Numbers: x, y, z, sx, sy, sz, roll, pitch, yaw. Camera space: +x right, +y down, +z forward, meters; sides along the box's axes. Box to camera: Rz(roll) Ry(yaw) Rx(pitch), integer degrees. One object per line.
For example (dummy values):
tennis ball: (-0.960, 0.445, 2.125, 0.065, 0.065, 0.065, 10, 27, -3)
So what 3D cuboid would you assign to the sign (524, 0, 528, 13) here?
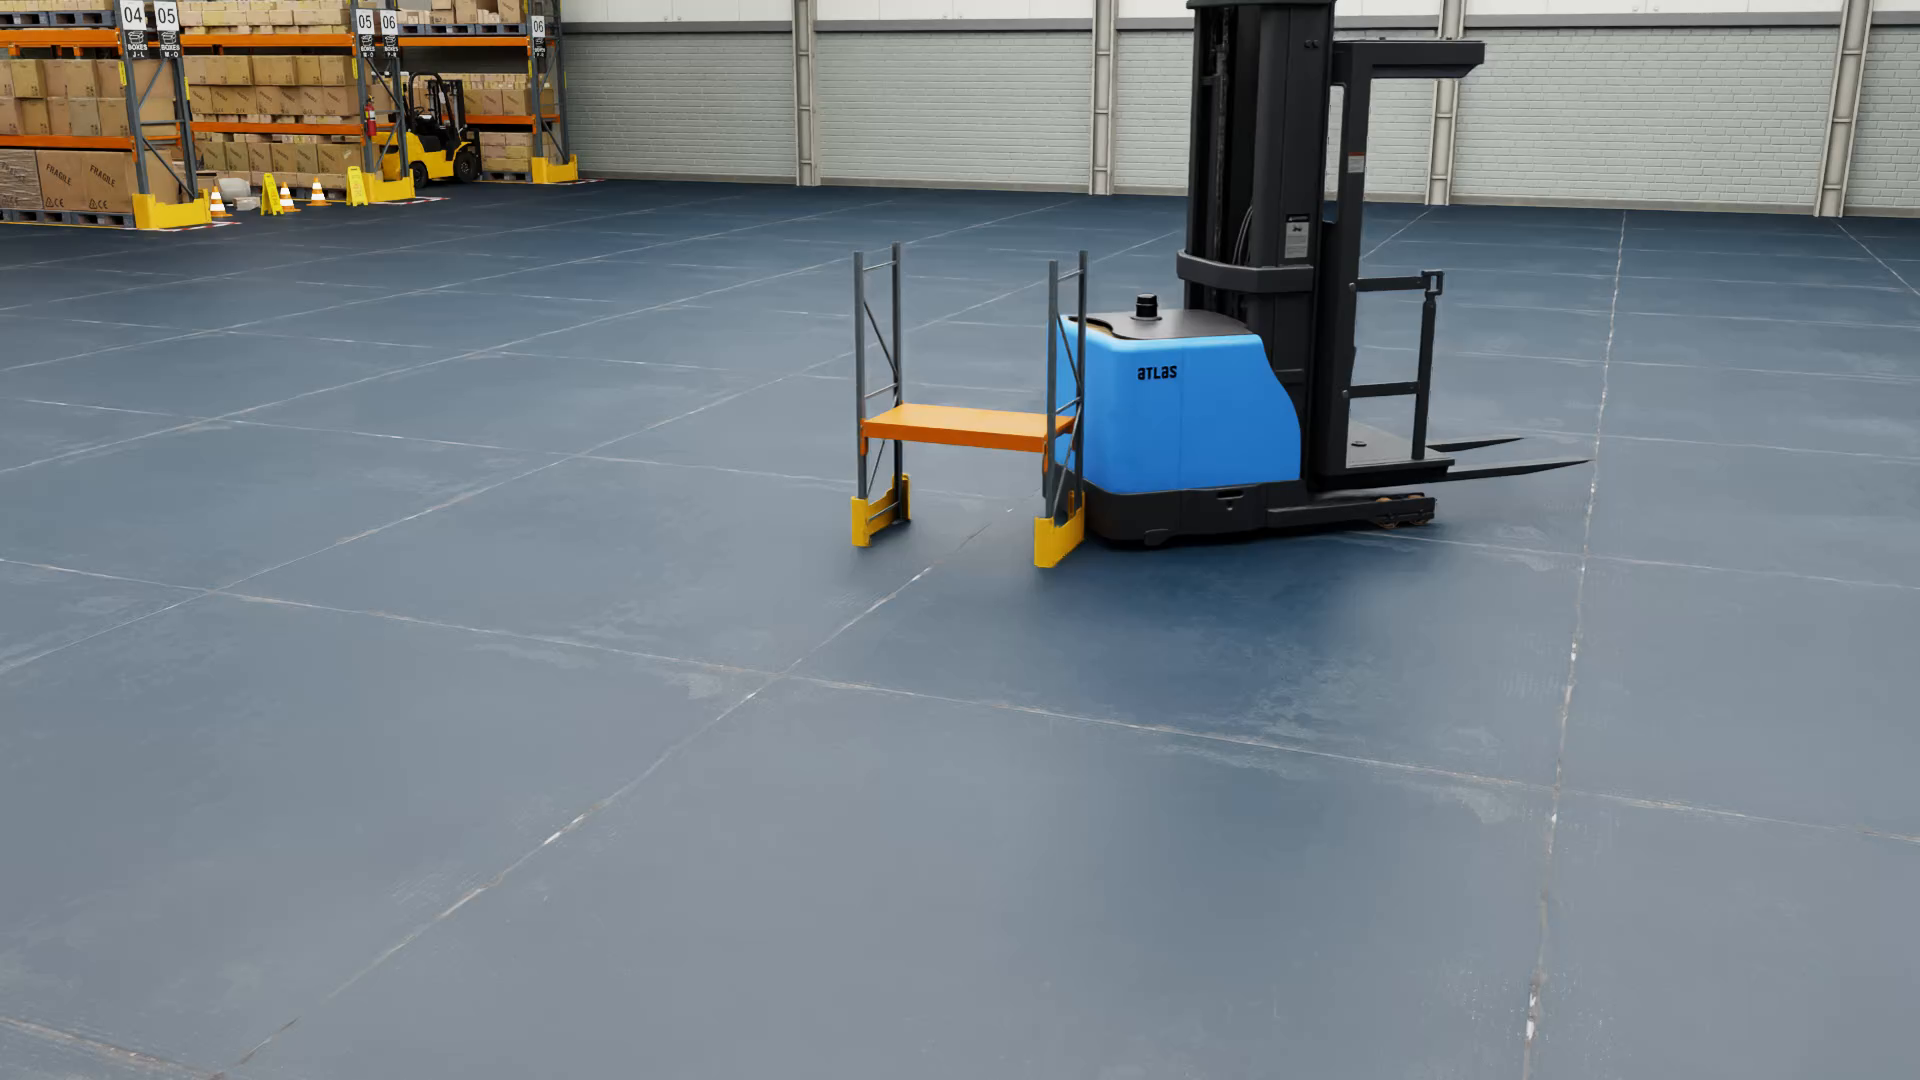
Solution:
sign: (-8.451, -10.423, 32.370, 0.005, 0.325, 0.100, 6, 17, 21)

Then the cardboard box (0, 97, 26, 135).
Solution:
cardboard box: (-14.173, -6.463, 25.287, 0.550, 0.550, 0.875, 6, 17, 21)

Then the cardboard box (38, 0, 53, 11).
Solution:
cardboard box: (-13.160, -7.773, 24.204, 0.250, 0.149, 0.380, 6, 17, 20)

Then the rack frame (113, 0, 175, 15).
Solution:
rack frame: (-11.779, -9.034, 23.651, 0.127, 3.000, 1.000, 6, 17, 21)

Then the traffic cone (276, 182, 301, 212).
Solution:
traffic cone: (-11.021, -5.615, 27.186, 0.334, 0.463, 0.336, 6, 17, 21)

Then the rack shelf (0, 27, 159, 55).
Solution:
rack shelf: (-13.639, -7.452, 24.874, 4.000, 0.370, 1.077, 6, 17, 21)

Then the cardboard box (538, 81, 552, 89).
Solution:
cardboard box: (-8.459, -9.196, 33.627, 0.250, 0.149, 0.380, 6, 17, 19)

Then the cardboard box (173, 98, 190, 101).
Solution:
cardboard box: (-14.292, -8.236, 30.198, 0.500, 0.500, 0.500, 6, 17, 20)

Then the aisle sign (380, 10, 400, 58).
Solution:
aisle sign: (-9.885, -8.769, 28.837, 0.004, 0.787, 0.394, 6, 17, 21)

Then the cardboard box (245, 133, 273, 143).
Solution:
cardboard box: (-12.503, -7.171, 29.666, 0.250, 0.149, 0.380, 7, 18, 24)

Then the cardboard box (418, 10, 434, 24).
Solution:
cardboard box: (-10.691, -10.539, 33.524, 0.258, 0.266, 0.396, 6, 17, 19)

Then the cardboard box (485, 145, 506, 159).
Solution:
cardboard box: (-9.269, -7.879, 33.714, 0.500, 0.250, 0.500, 6, 17, 20)

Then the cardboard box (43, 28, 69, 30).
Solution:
cardboard box: (-16.621, -9.654, 30.989, 0.500, 0.500, 0.700, 6, 17, 21)

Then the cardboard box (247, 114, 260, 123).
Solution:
cardboard box: (-12.416, -7.487, 29.533, 0.250, 0.149, 0.380, 6, 17, 21)

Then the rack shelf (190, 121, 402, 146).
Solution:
rack shelf: (-11.917, -7.306, 29.750, 4.000, 0.370, 1.077, 6, 17, 21)

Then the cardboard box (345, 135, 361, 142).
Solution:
cardboard box: (-12.449, -8.255, 35.236, 0.625, 0.625, 0.875, 7, 18, 23)

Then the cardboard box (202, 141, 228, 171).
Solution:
cardboard box: (-13.328, -6.967, 30.125, 0.500, 0.500, 0.500, 7, 18, 23)

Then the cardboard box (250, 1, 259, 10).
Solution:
cardboard box: (-12.128, -9.304, 28.983, 0.250, 0.149, 0.380, 7, 17, 22)

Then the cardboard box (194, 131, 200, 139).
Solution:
cardboard box: (-16.727, -8.909, 36.547, 0.250, 0.149, 0.380, 6, 17, 19)

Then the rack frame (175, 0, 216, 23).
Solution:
rack frame: (-13.778, -10.737, 29.518, 0.127, 3.000, 1.000, 6, 17, 21)

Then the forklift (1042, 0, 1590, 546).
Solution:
forklift: (2.033, -1.600, 8.929, 3.031, 2.935, 1.130, -5, 17, -18)

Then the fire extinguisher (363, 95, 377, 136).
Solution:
fire extinguisher: (-10.119, -7.278, 28.504, 0.183, 0.674, 0.296, 6, 17, 21)

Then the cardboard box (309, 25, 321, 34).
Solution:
cardboard box: (-10.969, -8.784, 28.620, 0.250, 0.149, 0.380, 7, 18, 22)

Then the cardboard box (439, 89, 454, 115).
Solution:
cardboard box: (-10.221, -8.921, 33.844, 0.500, 0.500, 0.500, 6, 17, 21)

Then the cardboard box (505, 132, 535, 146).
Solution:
cardboard box: (-8.782, -8.062, 33.450, 0.500, 0.250, 0.500, 7, 18, 22)

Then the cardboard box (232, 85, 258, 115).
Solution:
cardboard box: (-12.533, -7.830, 29.550, 0.500, 0.500, 0.500, 6, 17, 20)

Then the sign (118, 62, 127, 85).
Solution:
sign: (-11.991, -6.683, 23.813, 0.005, 0.325, 0.100, 6, 17, 21)

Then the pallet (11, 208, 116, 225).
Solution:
pallet: (-13.682, -5.000, 25.519, 1.213, 0.211, 1.003, 6, 17, 21)

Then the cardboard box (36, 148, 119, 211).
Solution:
cardboard box: (-13.253, -5.476, 25.213, 0.875, 0.875, 0.875, 6, 17, 20)

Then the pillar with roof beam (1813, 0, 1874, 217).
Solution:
pillar with roof beam: (12.191, -8.349, 21.292, 0.400, 9.000, 9.100, 6, 17, 21)

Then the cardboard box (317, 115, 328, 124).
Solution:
cardboard box: (-10.990, -7.338, 29.020, 0.250, 0.149, 0.380, 6, 17, 20)

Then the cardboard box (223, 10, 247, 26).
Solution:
cardboard box: (-12.524, -9.146, 29.154, 0.500, 0.250, 0.500, 6, 17, 21)

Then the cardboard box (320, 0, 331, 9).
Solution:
cardboard box: (-10.705, -9.144, 28.431, 0.250, 0.149, 0.380, 7, 17, 22)

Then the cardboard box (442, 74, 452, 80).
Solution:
cardboard box: (-10.306, -9.404, 33.812, 0.250, 0.149, 0.380, 6, 17, 21)

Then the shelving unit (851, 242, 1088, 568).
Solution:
shelving unit: (0.047, -0.711, 8.431, 1.083, 1.500, 0.587, 6, 17, 21)

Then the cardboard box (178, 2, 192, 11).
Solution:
cardboard box: (-13.604, -9.442, 29.457, 0.250, 0.149, 0.380, 6, 17, 20)

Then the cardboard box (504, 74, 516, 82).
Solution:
cardboard box: (-8.890, -9.236, 33.232, 0.250, 0.149, 0.380, 6, 17, 21)

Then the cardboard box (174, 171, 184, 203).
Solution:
cardboard box: (-13.493, -5.930, 27.953, 0.503, 0.637, 0.797, 6, 17, 21)

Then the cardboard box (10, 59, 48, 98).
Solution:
cardboard box: (-13.667, -6.937, 24.981, 0.500, 0.550, 0.875, 6, 17, 21)

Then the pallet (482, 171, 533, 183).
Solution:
pallet: (-8.966, -7.463, 34.001, 1.213, 0.211, 1.003, 6, 17, 21)

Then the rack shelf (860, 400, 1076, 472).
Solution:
rack shelf: (0.055, -0.537, 8.478, 1.000, 0.185, 0.538, 6, 17, 21)

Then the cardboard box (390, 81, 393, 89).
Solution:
cardboard box: (-11.518, -9.376, 34.248, 0.250, 0.149, 0.380, 7, 17, 22)

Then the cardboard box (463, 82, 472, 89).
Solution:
cardboard box: (-9.866, -9.182, 33.578, 0.250, 0.149, 0.380, 6, 17, 21)

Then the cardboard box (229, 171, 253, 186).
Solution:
cardboard box: (-12.827, -6.555, 30.052, 0.500, 0.250, 0.500, 7, 18, 24)

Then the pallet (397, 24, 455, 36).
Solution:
pallet: (-11.157, -10.461, 34.107, 1.213, 0.211, 1.003, 6, 17, 21)

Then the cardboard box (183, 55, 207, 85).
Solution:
cardboard box: (-13.448, -8.426, 29.811, 0.500, 0.500, 0.700, 6, 17, 20)

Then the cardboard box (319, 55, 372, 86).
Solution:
cardboard box: (-10.612, -8.114, 28.735, 0.500, 0.500, 0.700, 6, 17, 19)

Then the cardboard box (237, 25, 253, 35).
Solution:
cardboard box: (-12.411, -8.926, 29.109, 0.250, 0.149, 0.380, 6, 17, 20)

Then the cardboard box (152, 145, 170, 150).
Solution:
cardboard box: (-17.593, -8.697, 36.980, 0.500, 0.500, 0.500, 6, 17, 19)
